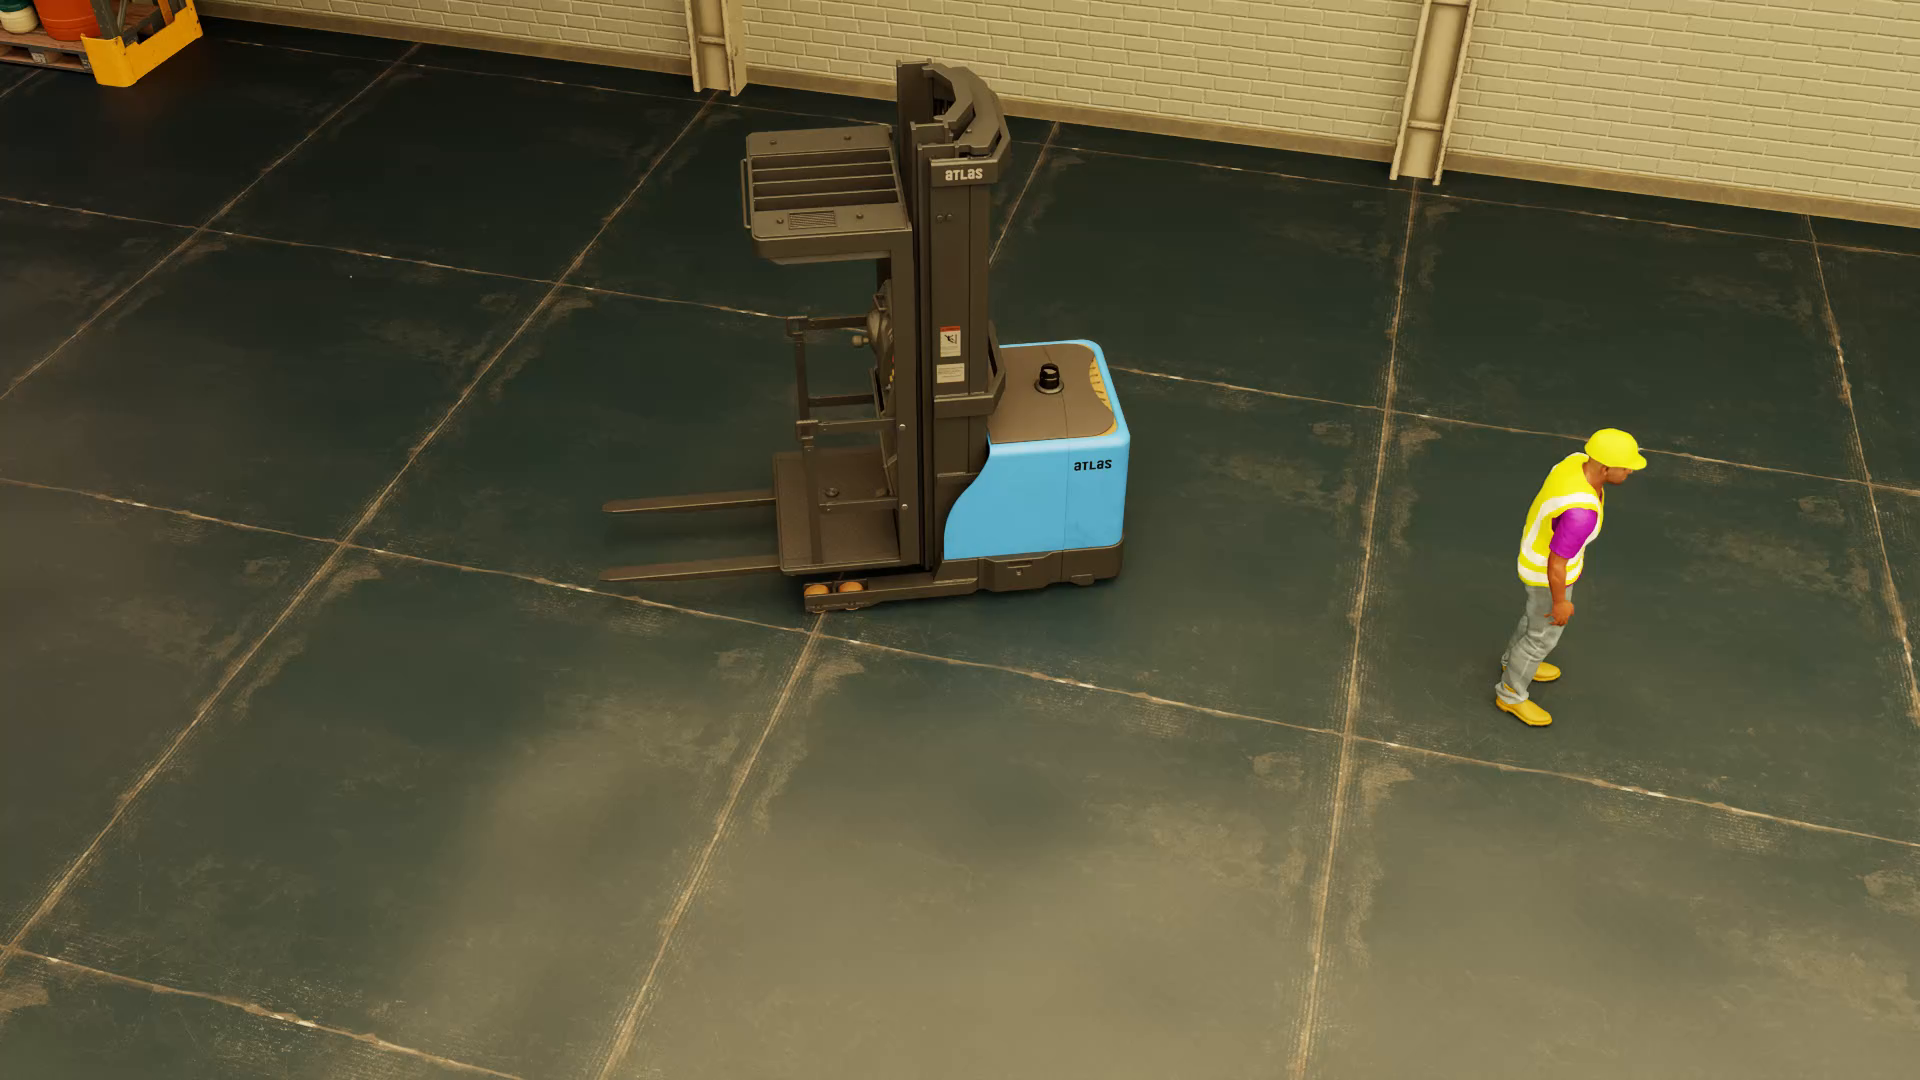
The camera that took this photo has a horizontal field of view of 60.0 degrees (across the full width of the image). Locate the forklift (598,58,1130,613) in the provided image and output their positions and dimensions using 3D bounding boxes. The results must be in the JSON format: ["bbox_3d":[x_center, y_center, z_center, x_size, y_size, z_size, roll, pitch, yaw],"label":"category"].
[{"bbox_3d":[-0.604,-1.052,9.062,3.031,2.935,1.130,-5,41,-5],"label":"forklift"}]

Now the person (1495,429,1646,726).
[{"bbox_3d":[3.105,0.145,8.587,0.456,1.761,0.637,14,43,16],"label":"person"}]
